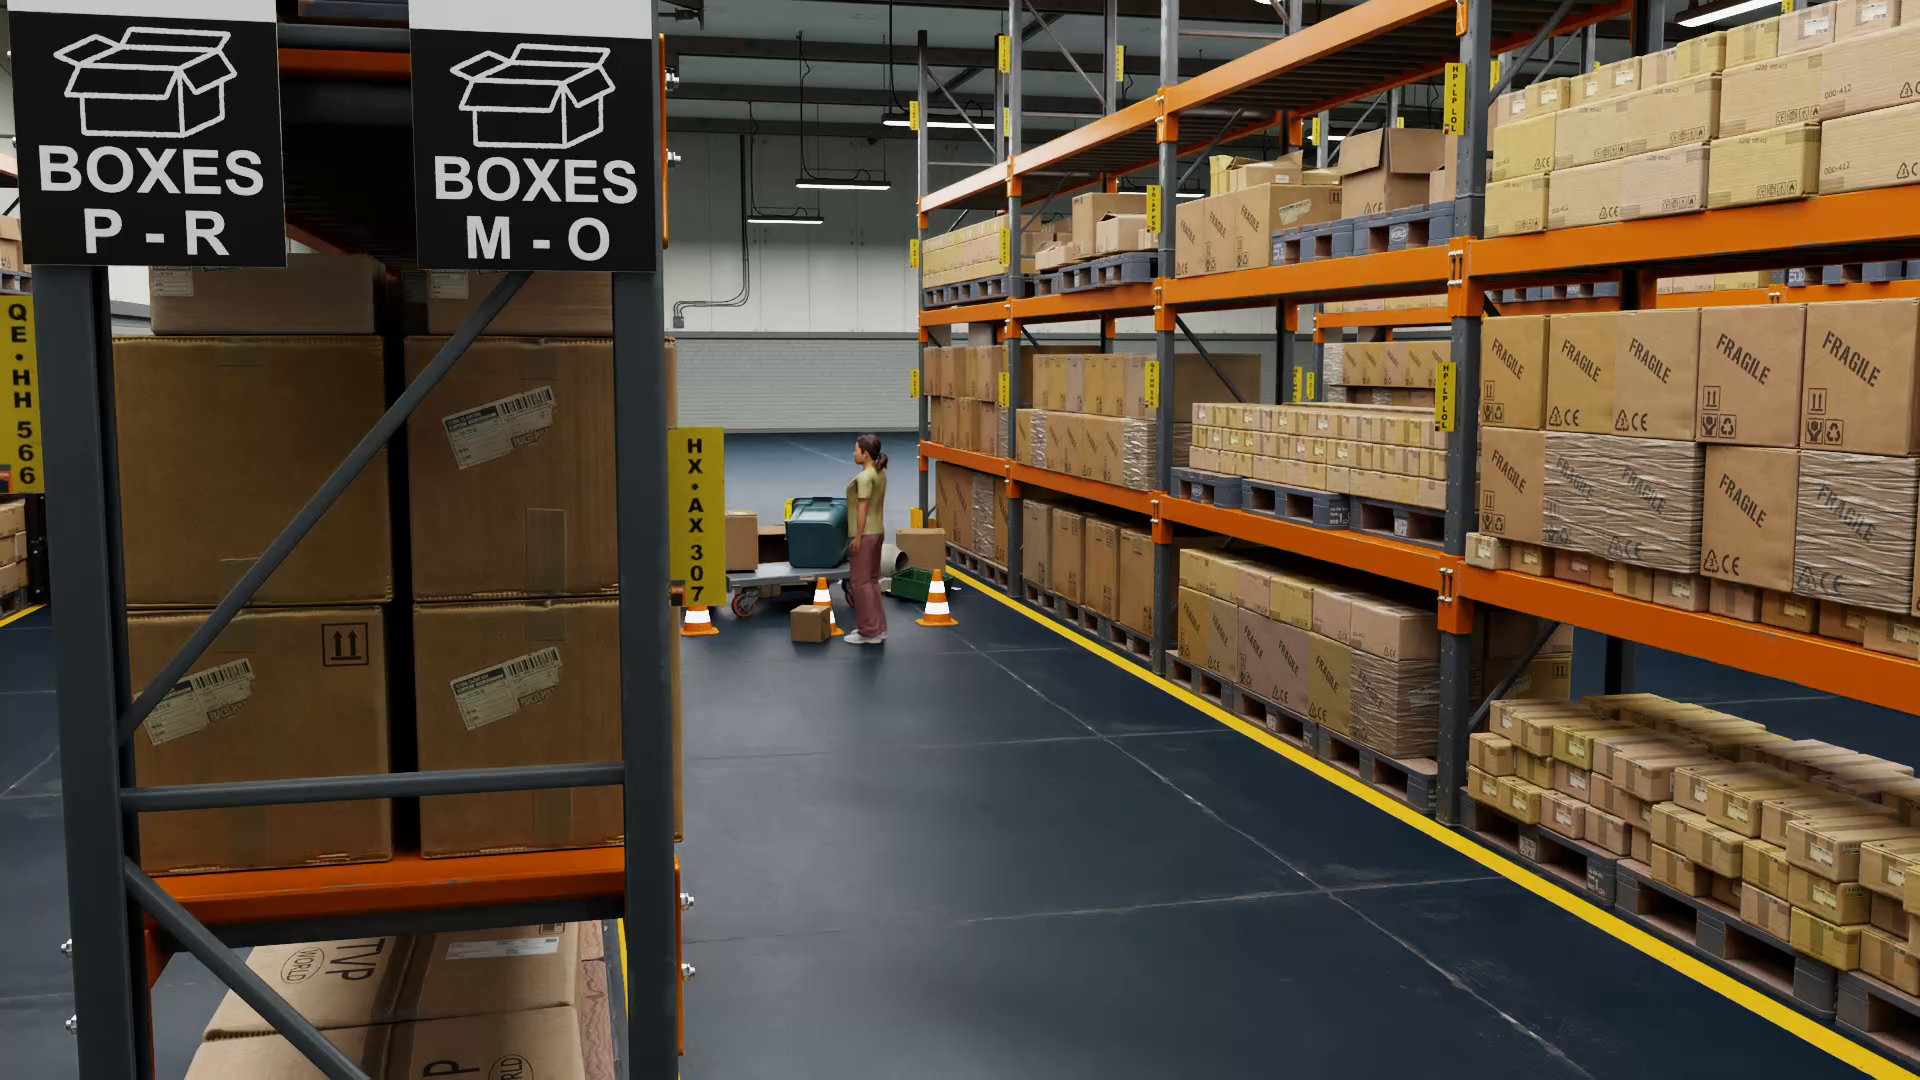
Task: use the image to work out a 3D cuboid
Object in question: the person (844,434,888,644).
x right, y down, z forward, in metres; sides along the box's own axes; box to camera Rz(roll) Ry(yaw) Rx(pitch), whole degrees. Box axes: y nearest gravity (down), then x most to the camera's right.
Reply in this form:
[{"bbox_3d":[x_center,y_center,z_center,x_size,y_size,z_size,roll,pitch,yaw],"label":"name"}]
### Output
[{"bbox_3d":[-0.743,-0.011,13.286,0.370,1.668,0.440,2,6,17],"label":"person"}]
